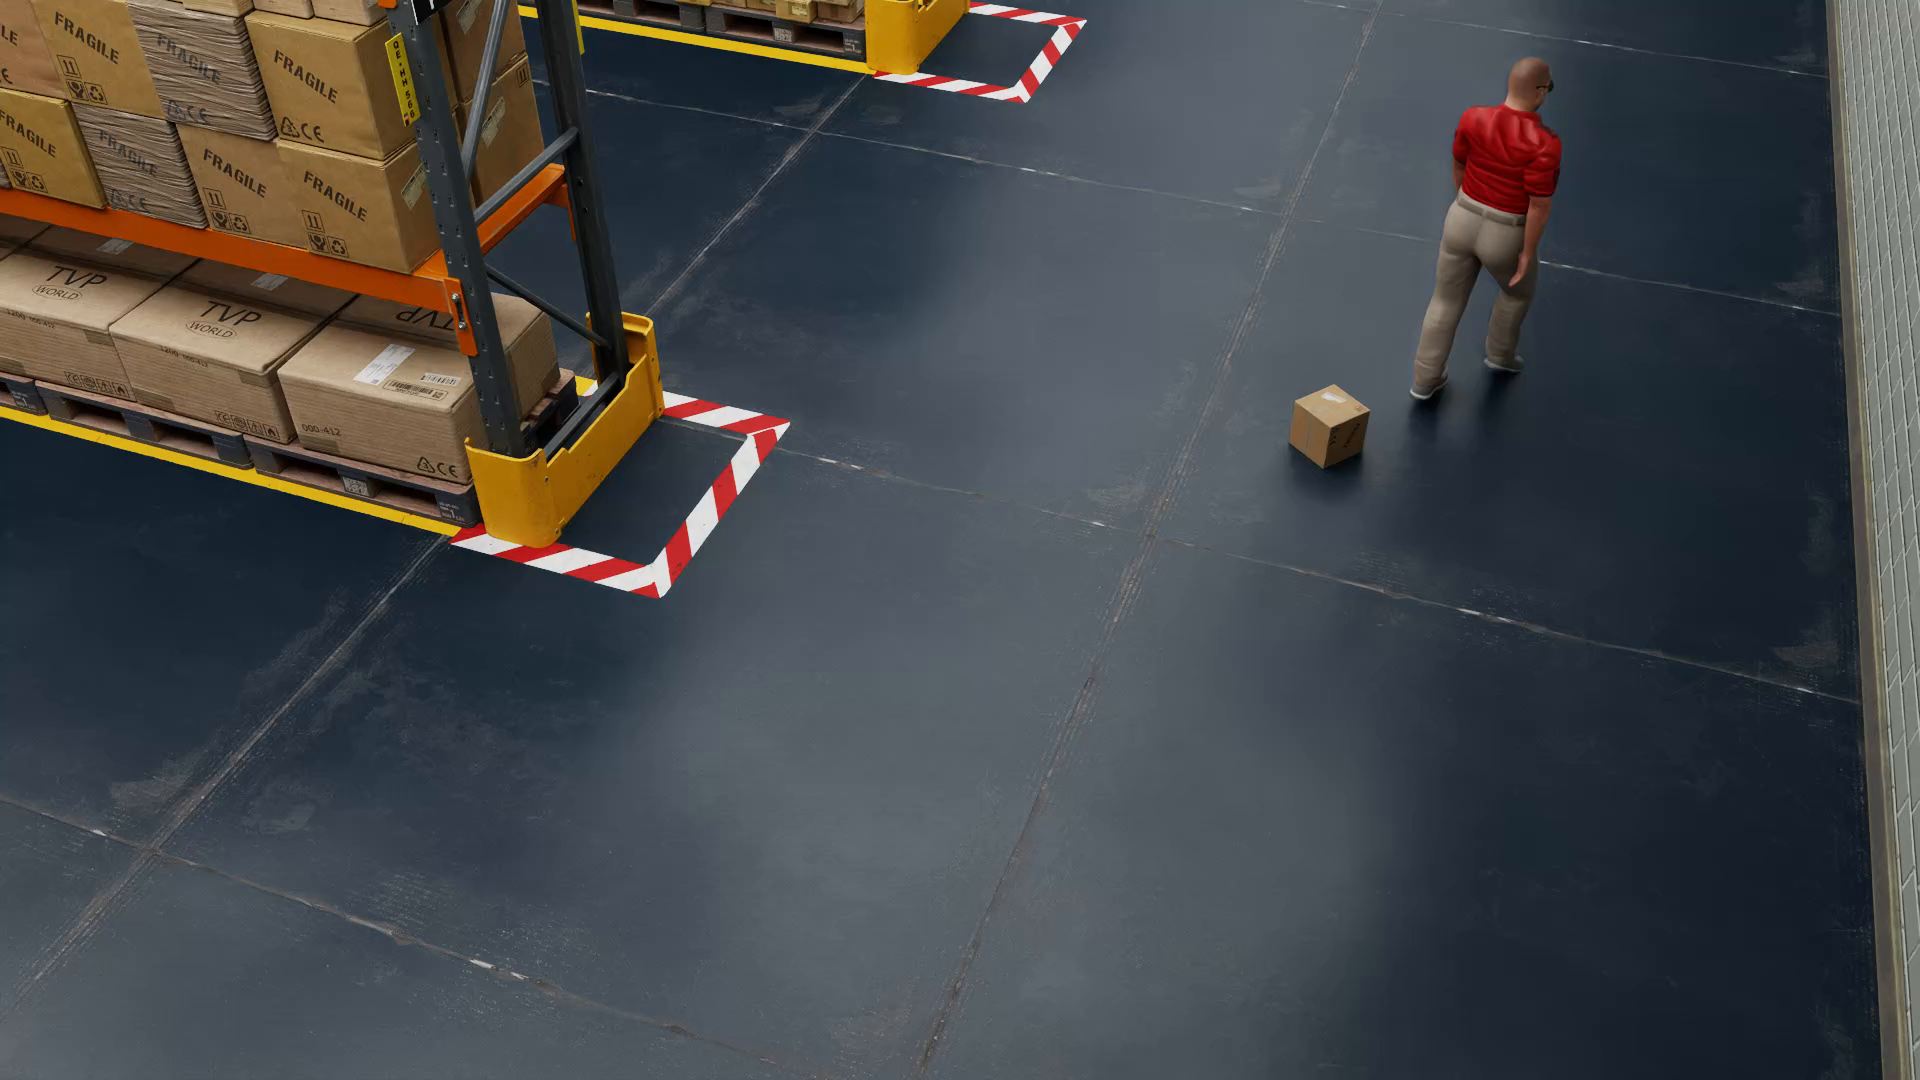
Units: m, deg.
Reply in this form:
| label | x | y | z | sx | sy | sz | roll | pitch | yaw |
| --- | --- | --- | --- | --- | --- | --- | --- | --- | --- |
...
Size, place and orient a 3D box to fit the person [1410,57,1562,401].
| label | x | y | z | sx | sy | sz | roll | pitch | yaw |
| --- | --- | --- | --- | --- | --- | --- | --- | --- | --- |
| person | 2.523 | -1.452 | 7.838 | 0.545 | 1.767 | 0.745 | 28 | 49 | 28 |
